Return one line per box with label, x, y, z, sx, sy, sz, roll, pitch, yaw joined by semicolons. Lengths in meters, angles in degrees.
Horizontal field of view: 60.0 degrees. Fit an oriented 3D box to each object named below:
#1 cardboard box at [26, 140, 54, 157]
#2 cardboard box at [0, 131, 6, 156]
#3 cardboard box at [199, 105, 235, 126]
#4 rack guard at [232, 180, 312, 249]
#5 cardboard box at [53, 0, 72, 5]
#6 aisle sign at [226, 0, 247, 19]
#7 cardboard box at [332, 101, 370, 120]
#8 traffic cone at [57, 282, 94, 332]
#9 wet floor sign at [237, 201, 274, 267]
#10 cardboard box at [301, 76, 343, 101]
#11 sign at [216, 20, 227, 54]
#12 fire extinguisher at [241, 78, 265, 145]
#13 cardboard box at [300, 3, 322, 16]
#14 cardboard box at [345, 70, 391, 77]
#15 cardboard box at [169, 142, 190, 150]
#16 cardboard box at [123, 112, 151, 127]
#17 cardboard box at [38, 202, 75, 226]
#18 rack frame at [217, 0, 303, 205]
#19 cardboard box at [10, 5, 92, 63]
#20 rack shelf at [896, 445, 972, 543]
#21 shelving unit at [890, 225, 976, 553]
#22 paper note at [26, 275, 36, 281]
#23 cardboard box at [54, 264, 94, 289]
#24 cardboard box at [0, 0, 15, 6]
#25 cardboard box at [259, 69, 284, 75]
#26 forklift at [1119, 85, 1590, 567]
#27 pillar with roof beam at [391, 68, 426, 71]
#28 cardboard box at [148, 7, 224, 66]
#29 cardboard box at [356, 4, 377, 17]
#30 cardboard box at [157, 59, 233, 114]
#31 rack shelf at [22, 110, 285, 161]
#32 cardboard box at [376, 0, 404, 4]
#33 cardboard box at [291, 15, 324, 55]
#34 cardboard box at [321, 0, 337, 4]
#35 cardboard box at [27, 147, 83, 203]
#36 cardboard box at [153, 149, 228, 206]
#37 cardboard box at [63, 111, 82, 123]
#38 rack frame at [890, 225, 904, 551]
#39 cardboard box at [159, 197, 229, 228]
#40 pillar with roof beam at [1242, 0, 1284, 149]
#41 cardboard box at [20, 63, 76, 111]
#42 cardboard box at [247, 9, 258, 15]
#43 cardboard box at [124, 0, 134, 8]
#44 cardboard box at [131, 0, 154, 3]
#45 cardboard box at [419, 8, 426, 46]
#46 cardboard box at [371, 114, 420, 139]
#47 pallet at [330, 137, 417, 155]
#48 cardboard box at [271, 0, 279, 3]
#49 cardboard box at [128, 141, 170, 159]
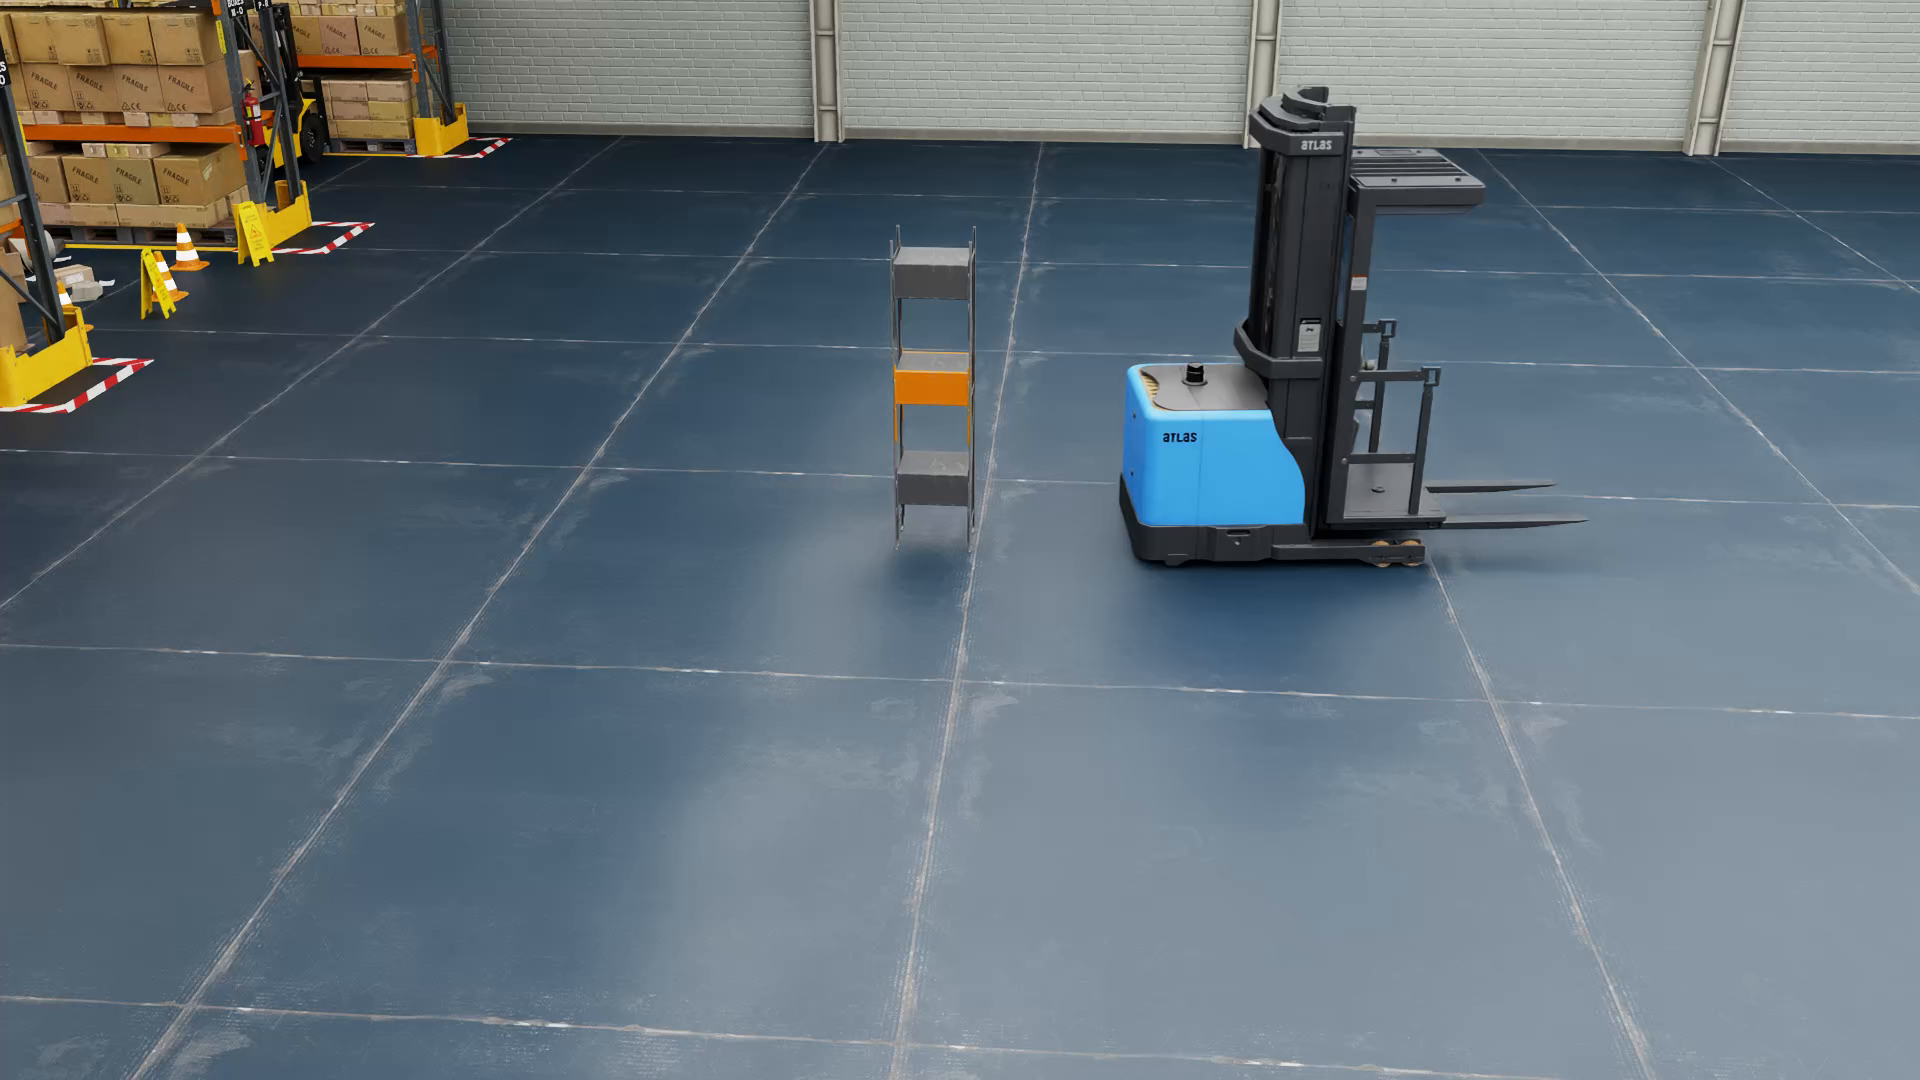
cardboard box;-10.099;-4.283;18.084;0.250;0.149;0.380;3;25;7
cardboard box;-8.225;-3.282;13.323;0.550;0.550;0.875;2;25;4
cardboard box;-7.969;-4.571;17.895;0.250;0.149;0.380;3;25;6
rack guard;-7.656;-3.629;18.538;0.348;0.500;1.175;2;25;4
cardboard box;-12.048;-7.248;22.517;0.250;0.149;0.380;2;25;4
aisle sign;-7.540;-5.820;17.200;0.004;0.787;0.394;2;25;4
cardboard box;-8.212;-5.905;22.684;0.500;0.250;0.500;2;25;3
traffic cone;-8.279;-2.152;15.373;0.334;0.463;0.336;2;25;4
wet floor sign;-7.473;-3.240;17.520;0.232;0.644;0.267;11;27;22
cardboard box;-8.700;-6.137;22.590;0.500;0.250;0.500;2;25;5
sign;-7.643;-5.201;17.201;0.005;0.325;0.100;2;25;4
fire extinguisher;-7.501;-4.531;17.601;0.183;0.674;0.296;2;25;4
cardboard box;-8.598;-7.096;22.188;0.250;0.149;0.380;1;25;2
cardboard box;-8.167;-6.335;23.021;0.500;0.250;0.500;2;25;4
cardboard box;-8.909;-4.201;18.681;0.500;0.500;0.500;1;25;2
cardboard box;-8.743;-4.545;17.840;0.250;0.149;0.380;2;25;5
cardboard box;-9.938;-3.672;18.428;0.500;0.250;0.500;2;25;3
rack frame;-7.580;-4.762;18.010;0.127;3.000;1.000;2;25;4
cardboard box;-9.613;-5.389;17.701;0.500;0.500;0.700;2;25;4
rack shelf;-0.165;-0.311;11.121;0.480;0.518;0.431;2;25;4
shelving unit;-0.165;-0.959;10.823;0.503;2.100;0.431;2;25;4
paper note;-9.510;-2.698;17.091;0.142;0.019;0.148;11;27;22
cardboard box;-9.041;-2.667;16.868;0.250;0.149;0.380;16;29;31
cardboard box;-12.826;-7.246;22.513;0.250;0.149;0.380;2;25;4
cardboard box;-9.677;-6.388;23.135;0.500;0.250;0.500;2;25;4
forklift;2.645;-1.376;10.735;3.031;2.935;1.130;-1;25;-2
pillar with roof beam;-8.159;-8.160;18.218;0.400;9.000;9.100;2;25;4
cardboard box;-8.106;-5.322;17.556;0.500;0.500;0.700;1;25;3
cardboard box;-7.828;-7.061;22.111;0.250;0.149;0.380;2;25;5
cardboard box;-8.142;-4.845;17.715;0.500;0.500;0.500;1;25;3
rack shelf;-9.574;-4.499;18.300;4.000;0.370;1.077;2;25;4
cardboard box;-7.577;-7.230;22.122;0.250;0.149;0.380;2;25;4
cardboard box;-8.742;-6.819;22.362;0.500;0.500;0.500;1;25;3
cardboard box;-8.331;-7.261;22.189;0.250;0.149;0.380;2;25;4
cardboard box;-9.949;-4.011;18.269;0.500;0.500;0.500;3;25;7
cardboard box;-8.399;-3.961;18.160;0.500;0.500;0.500;2;25;4
cardboard box;-9.492;-4.628;18.019;0.250;0.149;0.380;2;25;4
rack frame;-0.408;-0.967;10.840;0.015;2.100;0.400;2;25;4
cardboard box;-8.431;-3.618;18.311;0.500;0.250;0.500;2;25;4
pillar with roof beam;3.806;-7.776;17.383;0.400;9.000;9.100;2;25;4
cardboard box;-9.644;-4.904;17.845;0.500;0.500;0.500;2;25;5
cardboard box;-9.354;-7.121;22.242;0.250;0.149;0.380;1;25;3
cardboard box;-11.526;-7.399;22.847;0.250;0.149;0.380;1;25;3
cardboard box;-10.897;-7.300;22.275;0.250;0.149;0.380;2;25;5
cardboard box;-7.676;-7.008;22.772;0.500;0.500;0.500;3;25;6
cardboard box;-7.696;-5.656;22.740;0.500;0.250;0.500;2;25;4
pallet;-7.969;-5.571;23.105;1.213;0.211;1.003;2;25;4
cardboard box;-9.107;-7.276;22.223;0.250;0.149;0.380;2;25;5
cardboard box;-8.770;-4.240;17.989;0.250;0.149;0.380;3;25;6
